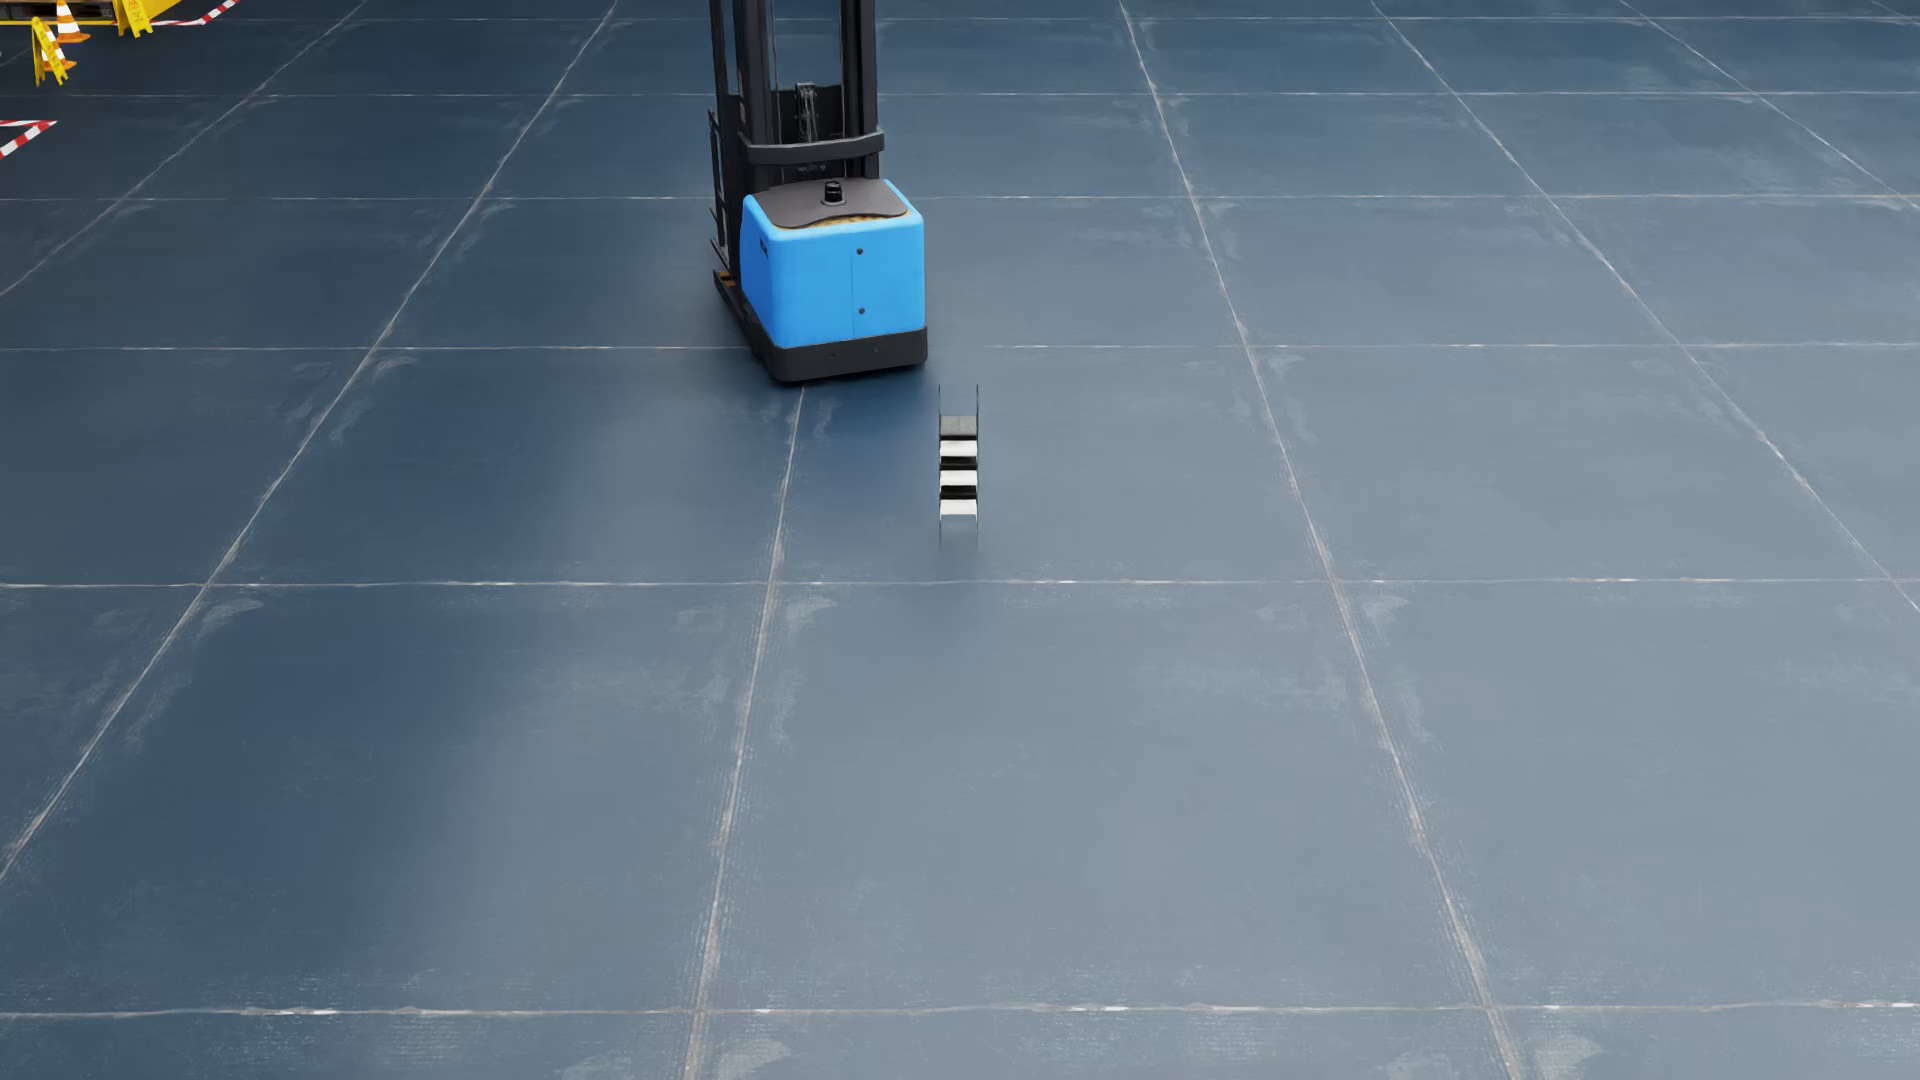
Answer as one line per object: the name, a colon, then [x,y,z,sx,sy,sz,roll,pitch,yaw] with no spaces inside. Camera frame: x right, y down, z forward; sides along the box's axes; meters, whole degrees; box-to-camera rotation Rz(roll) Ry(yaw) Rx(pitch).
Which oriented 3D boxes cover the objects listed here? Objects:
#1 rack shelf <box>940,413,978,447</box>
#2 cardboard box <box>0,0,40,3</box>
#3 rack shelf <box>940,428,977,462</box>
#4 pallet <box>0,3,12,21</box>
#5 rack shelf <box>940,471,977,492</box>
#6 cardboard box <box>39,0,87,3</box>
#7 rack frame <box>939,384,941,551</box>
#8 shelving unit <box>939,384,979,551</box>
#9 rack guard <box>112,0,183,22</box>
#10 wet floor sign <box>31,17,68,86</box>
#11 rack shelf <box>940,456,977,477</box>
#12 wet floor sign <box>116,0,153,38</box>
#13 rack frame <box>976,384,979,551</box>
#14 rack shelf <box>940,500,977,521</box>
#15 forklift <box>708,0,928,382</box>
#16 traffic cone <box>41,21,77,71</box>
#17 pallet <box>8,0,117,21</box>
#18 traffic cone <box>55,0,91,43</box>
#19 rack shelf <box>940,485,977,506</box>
rack shelf: [-0.008,-0.587,8.894,0.200,0.077,0.258,0,31,0]
cardboard box: [-10.715,-6.349,19.068,0.500,0.250,0.500,0,31,0]
rack shelf: [-0.008,-0.510,8.940,0.200,0.077,0.258,0,31,0]
pallet: [-11.496,-6.306,19.439,1.213,0.211,1.003,0,31,0]
rack shelf: [-0.008,-0.356,9.034,0.200,0.077,0.258,0,31,0]
cardboard box: [-10.221,-6.346,19.064,0.500,0.250,0.500,0,31,-1]
rack frame: [-0.110,-0.384,9.016,0.006,0.900,0.240,0,31,0]
shelving unit: [-0.008,-0.385,9.017,0.210,0.900,0.258,0,31,0]
rack guard: [-9.467,-6.416,19.342,0.348,0.500,1.175,0,31,0]
wet floor sign: [-9.243,-4.938,16.766,0.232,0.644,0.267,-5,32,-9]
rack shelf: [-0.008,-0.433,8.987,0.200,0.077,0.258,0,31,0]
wet floor sign: [-9.194,-5.924,18.391,0.232,0.644,0.267,10,33,17]
rack frame: [0.094,-0.385,9.017,0.006,0.900,0.240,0,31,0]
rack shelf: [-0.008,-0.202,9.127,0.200,0.077,0.258,0,31,0]
forklift: [-1.174,-3.035,11.427,1.130,2.935,3.031,-10,33,-16]
traffic cone: [-9.466,-5.155,17.300,0.334,0.463,0.336,0,31,0]
pallet: [-10.279,-6.308,19.443,1.213,0.211,1.003,0,31,0]
traffic cone: [-9.813,-5.729,18.247,0.334,0.463,0.336,0,31,0]
rack shelf: [-0.008,-0.279,9.081,0.200,0.077,0.258,0,31,0]
